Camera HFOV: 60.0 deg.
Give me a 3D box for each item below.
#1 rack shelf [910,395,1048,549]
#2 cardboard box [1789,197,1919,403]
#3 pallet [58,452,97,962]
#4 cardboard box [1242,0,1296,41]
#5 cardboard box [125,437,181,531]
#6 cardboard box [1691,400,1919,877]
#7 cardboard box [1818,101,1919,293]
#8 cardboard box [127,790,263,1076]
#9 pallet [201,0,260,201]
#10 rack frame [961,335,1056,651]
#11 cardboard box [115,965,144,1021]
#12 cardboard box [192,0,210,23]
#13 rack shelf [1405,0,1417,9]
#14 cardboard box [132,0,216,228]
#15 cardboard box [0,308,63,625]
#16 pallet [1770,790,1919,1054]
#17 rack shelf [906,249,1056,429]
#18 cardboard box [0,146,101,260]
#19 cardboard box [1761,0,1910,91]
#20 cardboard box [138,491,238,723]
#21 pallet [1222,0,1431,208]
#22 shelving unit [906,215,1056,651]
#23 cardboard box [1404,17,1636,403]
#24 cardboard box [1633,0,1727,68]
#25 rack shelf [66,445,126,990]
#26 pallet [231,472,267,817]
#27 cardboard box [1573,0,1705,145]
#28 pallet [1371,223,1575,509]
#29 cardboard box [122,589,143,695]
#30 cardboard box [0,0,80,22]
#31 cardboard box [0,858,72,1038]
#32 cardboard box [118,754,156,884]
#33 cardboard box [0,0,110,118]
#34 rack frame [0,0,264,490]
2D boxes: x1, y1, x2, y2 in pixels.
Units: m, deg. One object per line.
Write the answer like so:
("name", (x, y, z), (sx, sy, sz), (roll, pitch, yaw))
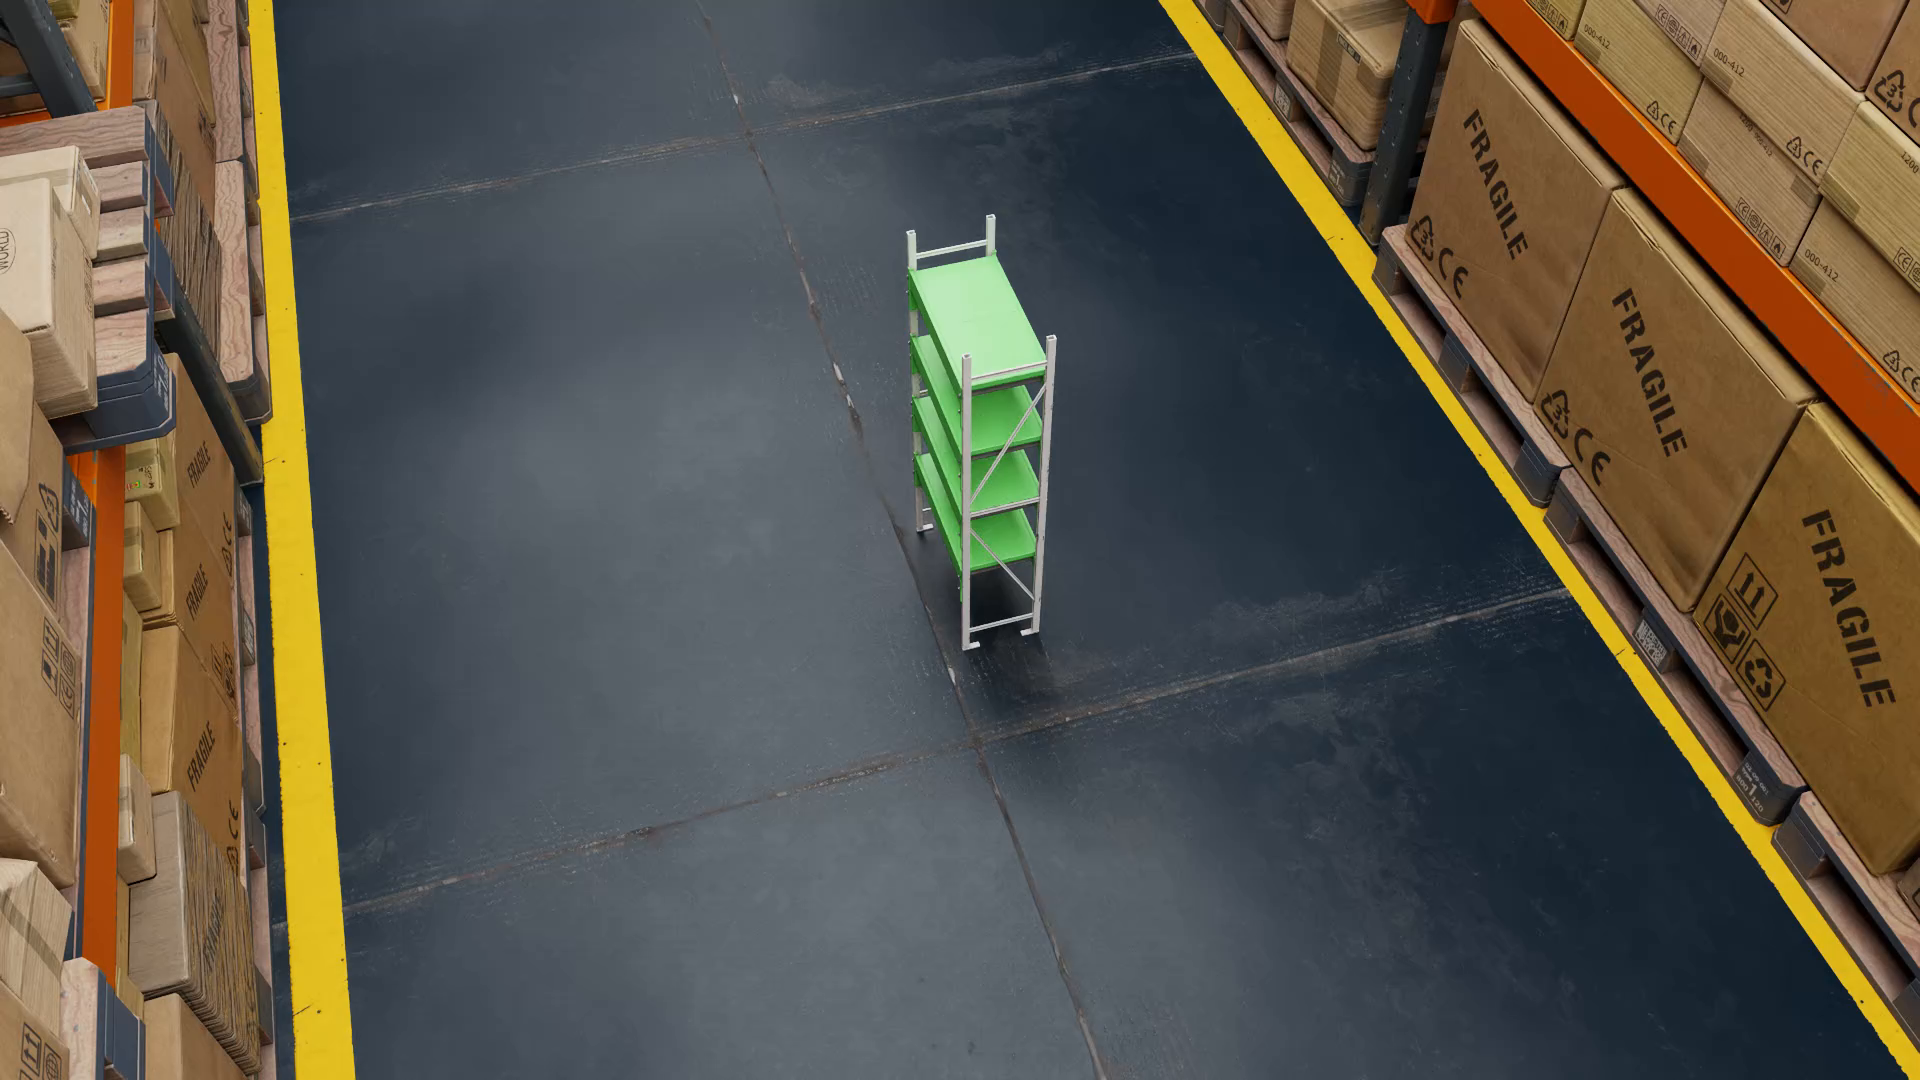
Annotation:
("rack shelf", (0.049, -0.225, 4.738), (0.258, 0.148, 0.480), (-13, 51, -11))
("cardboard box", (2.356, -0.626, 3.914), (0.500, 0.250, 0.500), (-13, 51, -11))
("pallet", (-2.177, 0.402, 3.074), (1.003, 0.211, 1.213), (-13, 51, -11))
("cardboard box", (1.601, -2.444, 6.793), (0.950, 0.372, 0.625), (-14, 51, -12))
("cardboard box", (-2.258, -0.122, 4.327), (0.380, 0.149, 0.250), (-16, 52, -13))
("cardboard box", (2.633, 0.174, 4.256), (0.875, 0.875, 0.875), (-12, 51, -10))
("cardboard box", (2.323, -0.773, 3.711), (0.500, 0.250, 0.500), (-13, 51, -10))
("cardboard box", (-1.959, 0.976, 3.825), (0.500, 0.500, 0.500), (-15, 51, -12))
("pallet", (-3.319, -1.680, 6.528), (1.003, 0.211, 1.213), (-13, 51, -11))
("rack frame", (0.121, -0.088, 4.539), (0.240, 1.200, 0.015), (-13, 51, -11))
("cardboard box", (-1.871, 1.042, 3.345), (0.380, 0.149, 0.250), (-12, 51, -10))
("cardboard box", (-3.552, -2.423, 6.609), (0.875, 0.625, 0.625), (-14, 51, -11))
("rack shelf", (1.393, -3.433, 6.653), (1.077, 0.370, 4.000), (-13, 51, -11))
("cardboard box", (-3.128, -1.383, 5.732), (0.875, 0.625, 0.625), (-12, 51, -10))
("cardboard box", (-2.097, -0.097, 3.028), (0.797, 0.503, 0.637), (-14, 51, -12))
("pallet", (2.867, 1.070, 4.210), (1.003, 0.211, 1.213), (-13, 51, -11))
("rack shelf", (0.049, -0.534, 4.371), (0.258, 0.148, 0.480), (-13, 51, -11))
("cardboard box", (-2.195, -0.740, 3.802), (0.380, 0.149, 0.250), (-12, 51, -10))
("cardboard box", (2.191, -1.401, 3.750), (0.500, 0.500, 0.500), (-12, 51, -10))
("cardboard box", (-2.288, 0.220, 4.463), (0.500, 0.500, 0.500), (-14, 51, -12))
("pallet", (1.755, -1.876, 6.694), (1.003, 0.211, 1.213), (-13, 51, -11))
("shelving unit", (0.049, -0.266, 4.689), (0.258, 1.200, 0.503), (-13, 51, -11))
("cardboard box", (2.109, -1.131, 5.357), (0.875, 0.875, 0.875), (-14, 51, -11))
("cardboard box", (2.050, -1.513, 4.335), (0.500, 0.250, 0.500), (-12, 51, -10))
("rack shelf", (-2.165, 0.614, 3.241), (1.077, 0.370, 4.000), (-13, 51, -11))
("pallet", (-2.571, 0.374, 4.797), (1.003, 0.211, 1.213), (-13, 51, -11))
("cardboard box", (2.058, -1.370, 4.541), (0.500, 0.250, 0.500), (-15, 51, -12))
("pallet", (2.146, -0.712, 5.712), (1.003, 0.211, 1.213), (-13, 51, -11))
("cardboard box", (-2.187, 0.284, 3.985), (0.380, 0.149, 0.250), (-12, 51, -10))
("cardboard box", (-2.630, -1.577, 4.388), (0.500, 0.250, 0.500), (-13, 51, -11))
("cardboard box", (-1.617, 0.649, 2.554), (0.396, 0.266, 0.258), (-11, 51, -9))
("cardboard box", (-2.003, 0.661, 3.667), (0.380, 0.149, 0.250), (-16, 52, -13))
("cardboard box", (-2.654, -1.410, 4.575), (0.500, 0.250, 0.500), (-13, 51, -11))
("rack frame", (-2.756, -1.079, 4.198), (1.000, 3.000, 0.127), (-13, 51, -11))
